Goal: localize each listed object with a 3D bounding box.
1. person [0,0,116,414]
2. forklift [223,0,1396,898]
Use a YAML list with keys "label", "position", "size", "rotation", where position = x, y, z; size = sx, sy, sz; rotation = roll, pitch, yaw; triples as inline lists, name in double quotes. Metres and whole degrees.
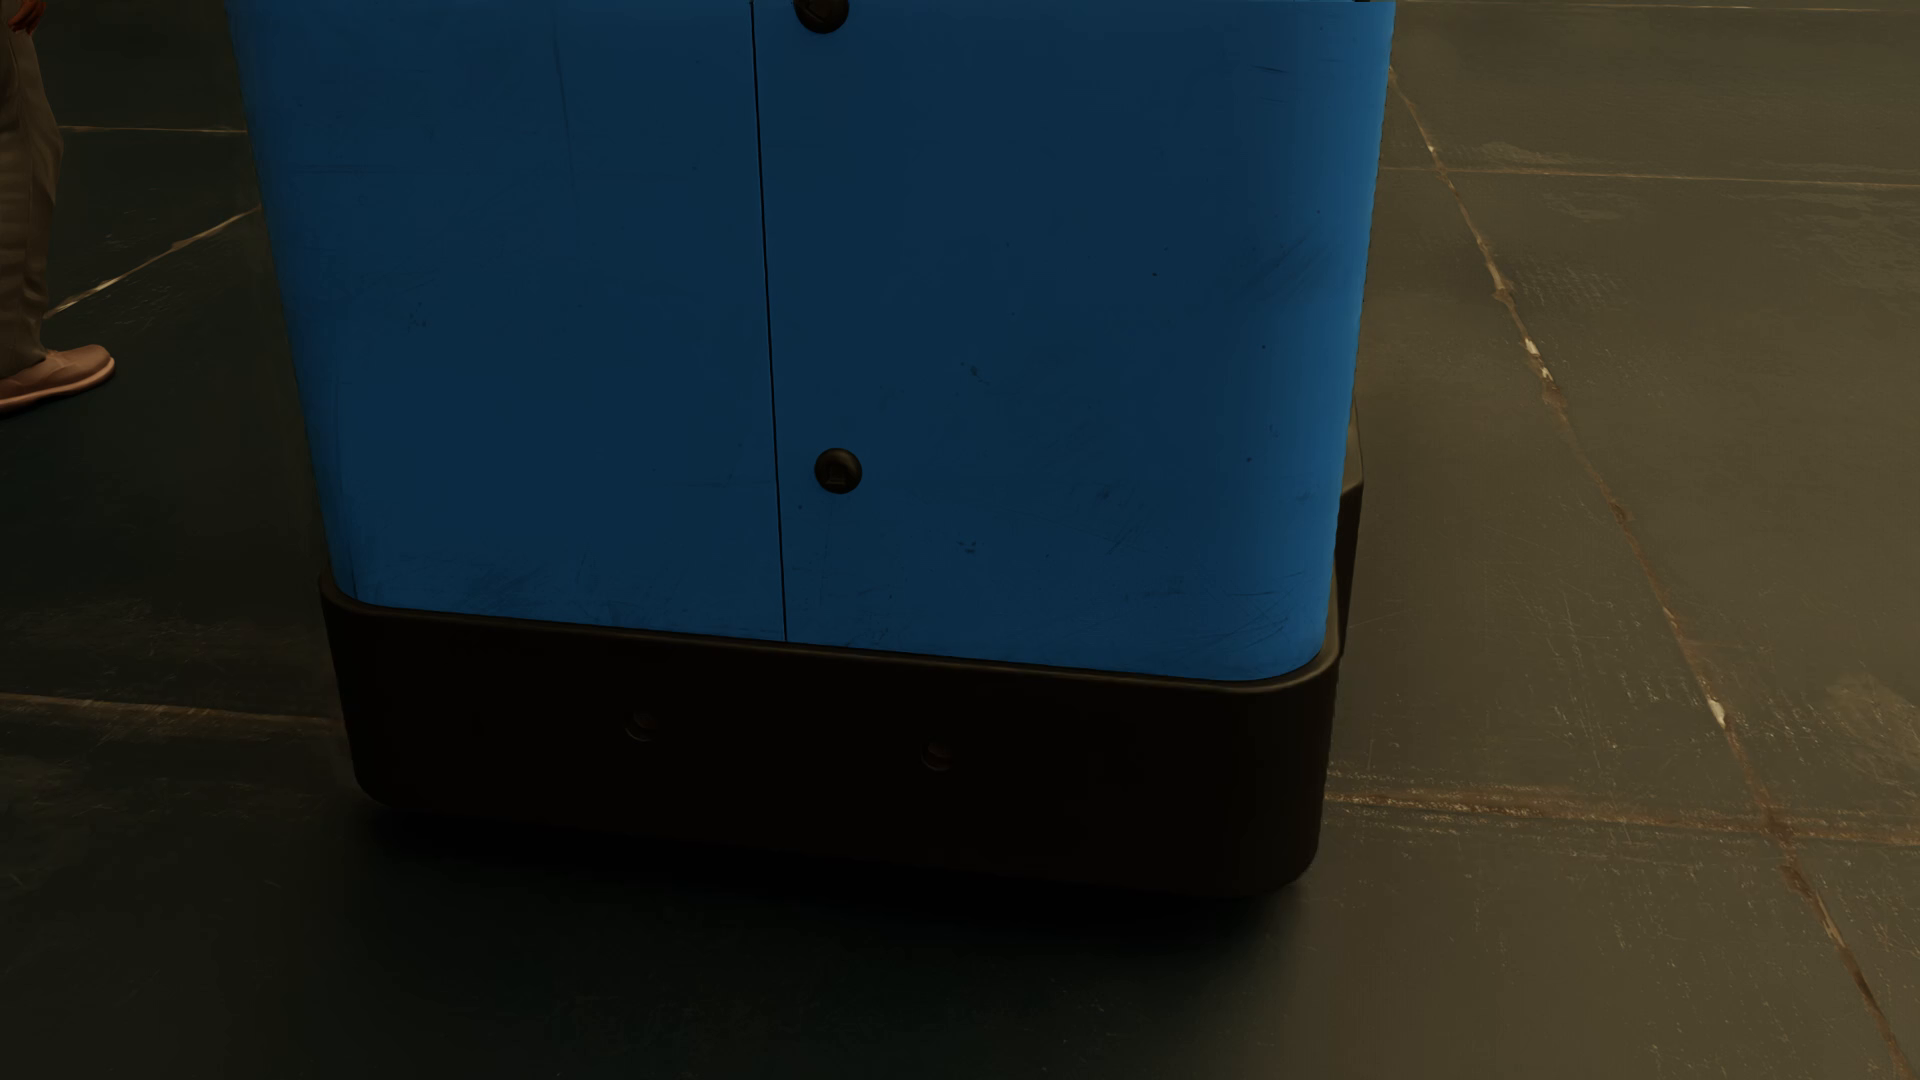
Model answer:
- label: "person"
  position: [-1.791, -1.024, 2.731]
  size: [0.725, 1.632, 0.361]
  rotation: [7, 27, 13]
- label: "forklift"
  position: [0.091, -1.593, 2.411]
  size: [1.130, 2.935, 3.031]
  rotation: [4, 27, 9]
